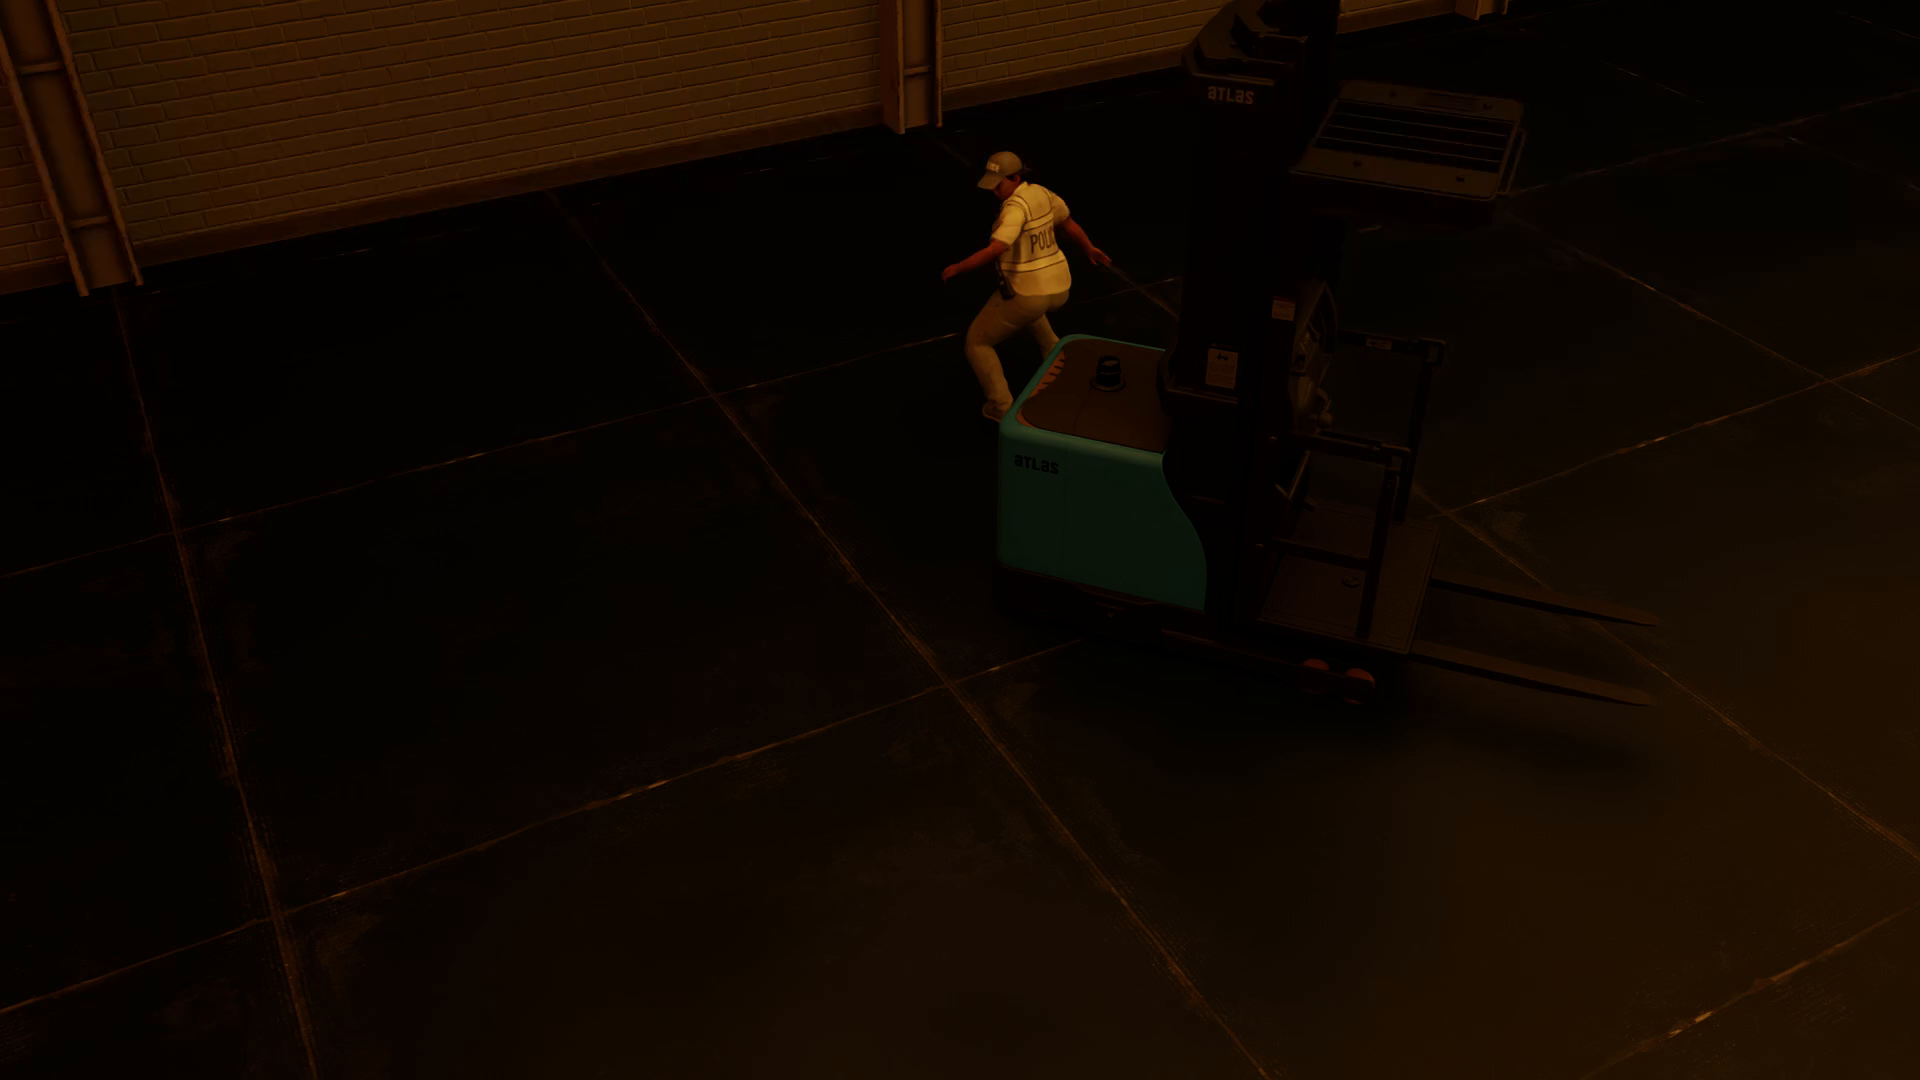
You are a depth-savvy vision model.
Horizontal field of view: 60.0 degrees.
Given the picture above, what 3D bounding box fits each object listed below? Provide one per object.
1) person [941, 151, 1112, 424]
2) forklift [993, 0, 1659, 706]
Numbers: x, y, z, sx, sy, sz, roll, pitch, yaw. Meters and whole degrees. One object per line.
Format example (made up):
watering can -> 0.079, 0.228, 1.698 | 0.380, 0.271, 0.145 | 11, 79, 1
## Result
person -> 0.384, -1.438, 9.497 | 0.547, 1.610, 0.980 | 24, 42, 30
forklift -> 1.730, -0.793, 7.244 | 3.031, 2.935, 1.130 | 13, 37, 17
